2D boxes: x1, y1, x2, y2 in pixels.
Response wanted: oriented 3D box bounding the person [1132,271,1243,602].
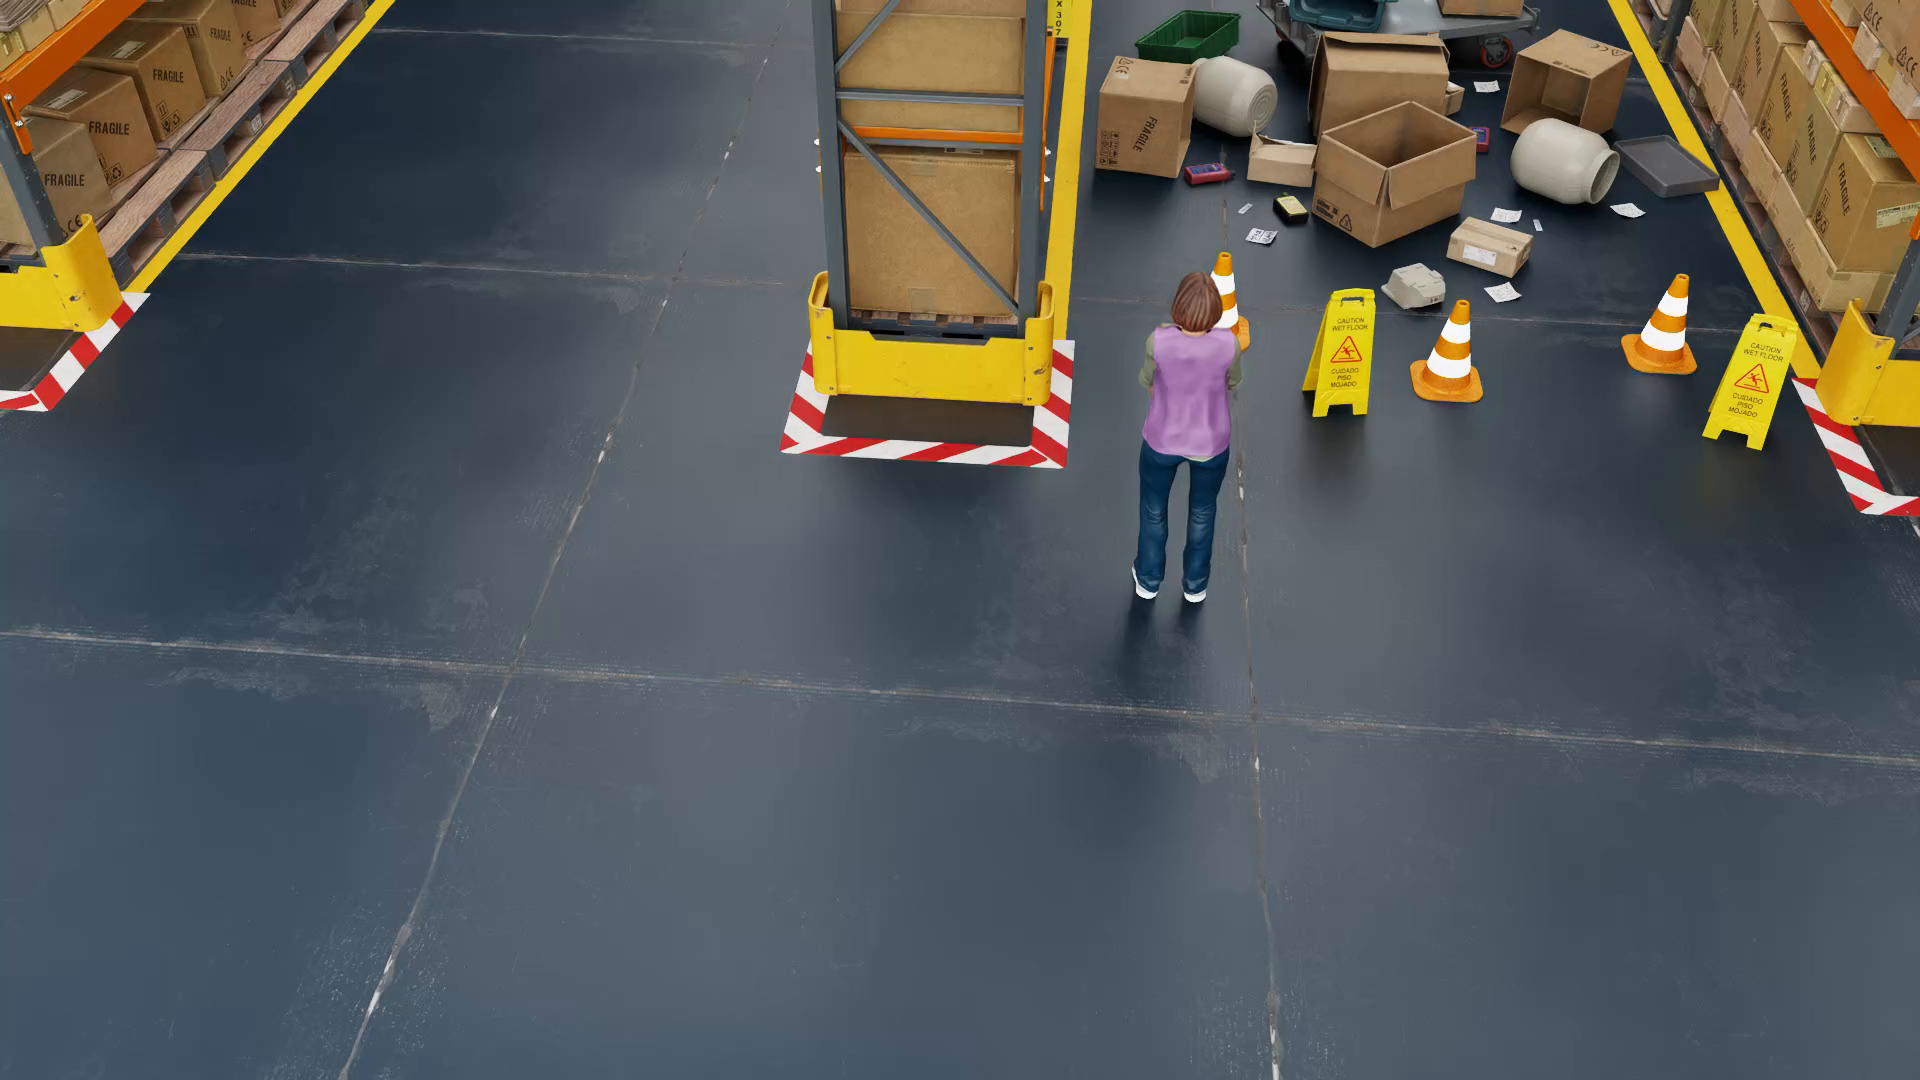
[{"bbox_3d":[0.906,-0.454,6.698,0.405,1.589,0.497,4,41,4],"label":"person"}]
